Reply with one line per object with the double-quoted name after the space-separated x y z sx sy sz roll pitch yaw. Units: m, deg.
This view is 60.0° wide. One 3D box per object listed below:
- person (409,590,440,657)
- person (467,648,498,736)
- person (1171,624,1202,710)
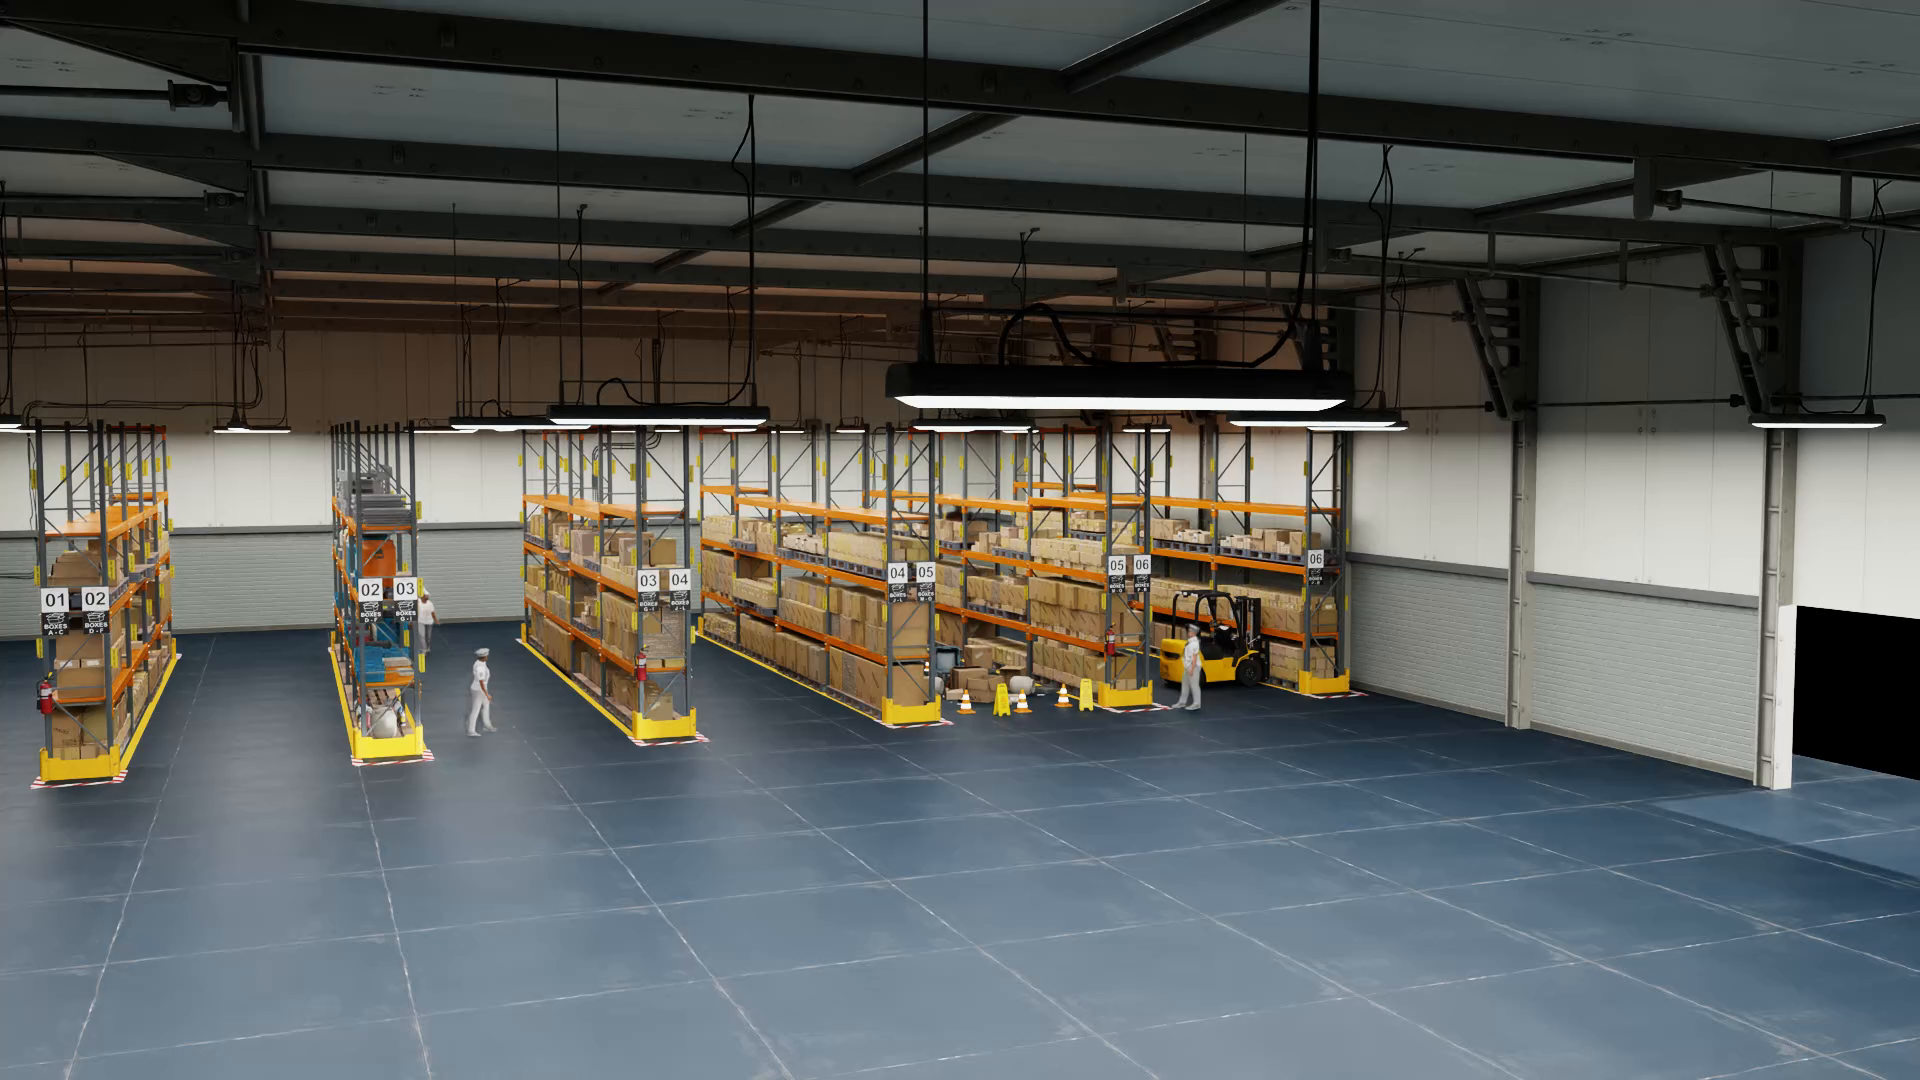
-13.965 2.162 43.352 0.755 1.724 1.080 -2 4 -26 "person"
-9.192 2.909 31.958 0.533 1.680 0.677 -1 4 -8 "person"
4.760 2.664 34.829 0.569 1.787 0.542 -1 4 -10 "person"
